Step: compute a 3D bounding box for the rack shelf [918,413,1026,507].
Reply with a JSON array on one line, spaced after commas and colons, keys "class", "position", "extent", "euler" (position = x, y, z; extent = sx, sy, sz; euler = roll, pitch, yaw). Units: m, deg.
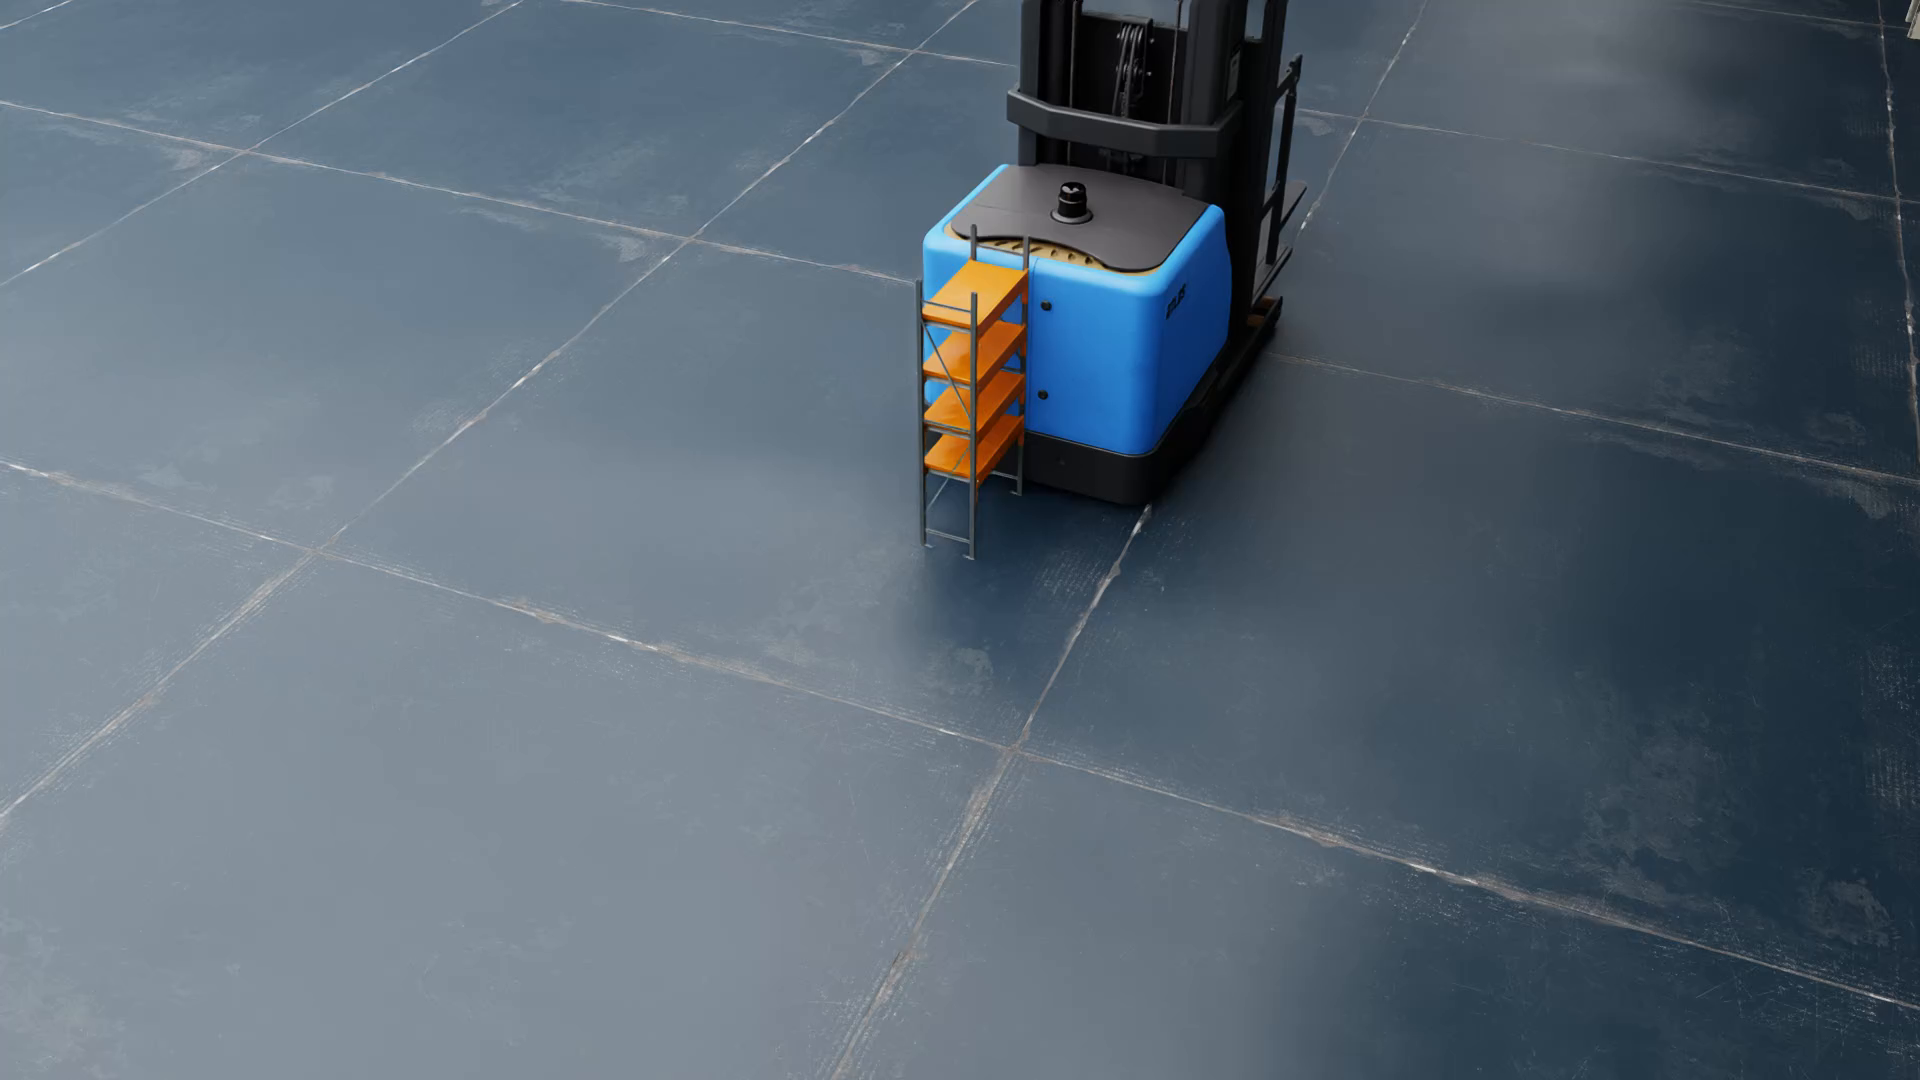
[{"class": "rack shelf", "position": [0.052, -0.350, 6.661], "extent": [0.258, 0.148, 0.480], "euler": [15, 39, 19]}]

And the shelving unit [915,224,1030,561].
[{"class": "shelving unit", "position": [0.052, -0.563, 6.501], "extent": [0.258, 1.200, 0.503], "euler": [15, 39, 19]}]

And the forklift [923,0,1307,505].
[{"class": "forklift", "position": [0.921, -2.191, 7.233], "extent": [1.130, 2.935, 3.031], "euler": [16, 40, 20]}]

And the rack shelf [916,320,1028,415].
[{"class": "rack shelf", "position": [0.052, -0.689, 6.408], "extent": [0.258, 0.148, 0.480], "euler": [15, 39, 19]}]

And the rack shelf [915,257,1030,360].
[{"class": "rack shelf", "position": [0.052, -0.878, 6.266], "extent": [0.258, 0.148, 0.480], "euler": [15, 39, 19]}]

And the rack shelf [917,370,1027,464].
[{"class": "rack shelf", "position": [0.052, -0.509, 6.542], "extent": [0.258, 0.148, 0.480], "euler": [15, 39, 19]}]

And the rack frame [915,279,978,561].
[{"class": "rack frame", "position": [-0.049, -0.430, 6.324], "extent": [0.240, 1.200, 0.015], "euler": [15, 39, 19]}]

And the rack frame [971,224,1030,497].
[{"class": "rack frame", "position": [0.153, -0.696, 6.679], "extent": [0.240, 1.200, 0.015], "euler": [15, 39, 19]}]
